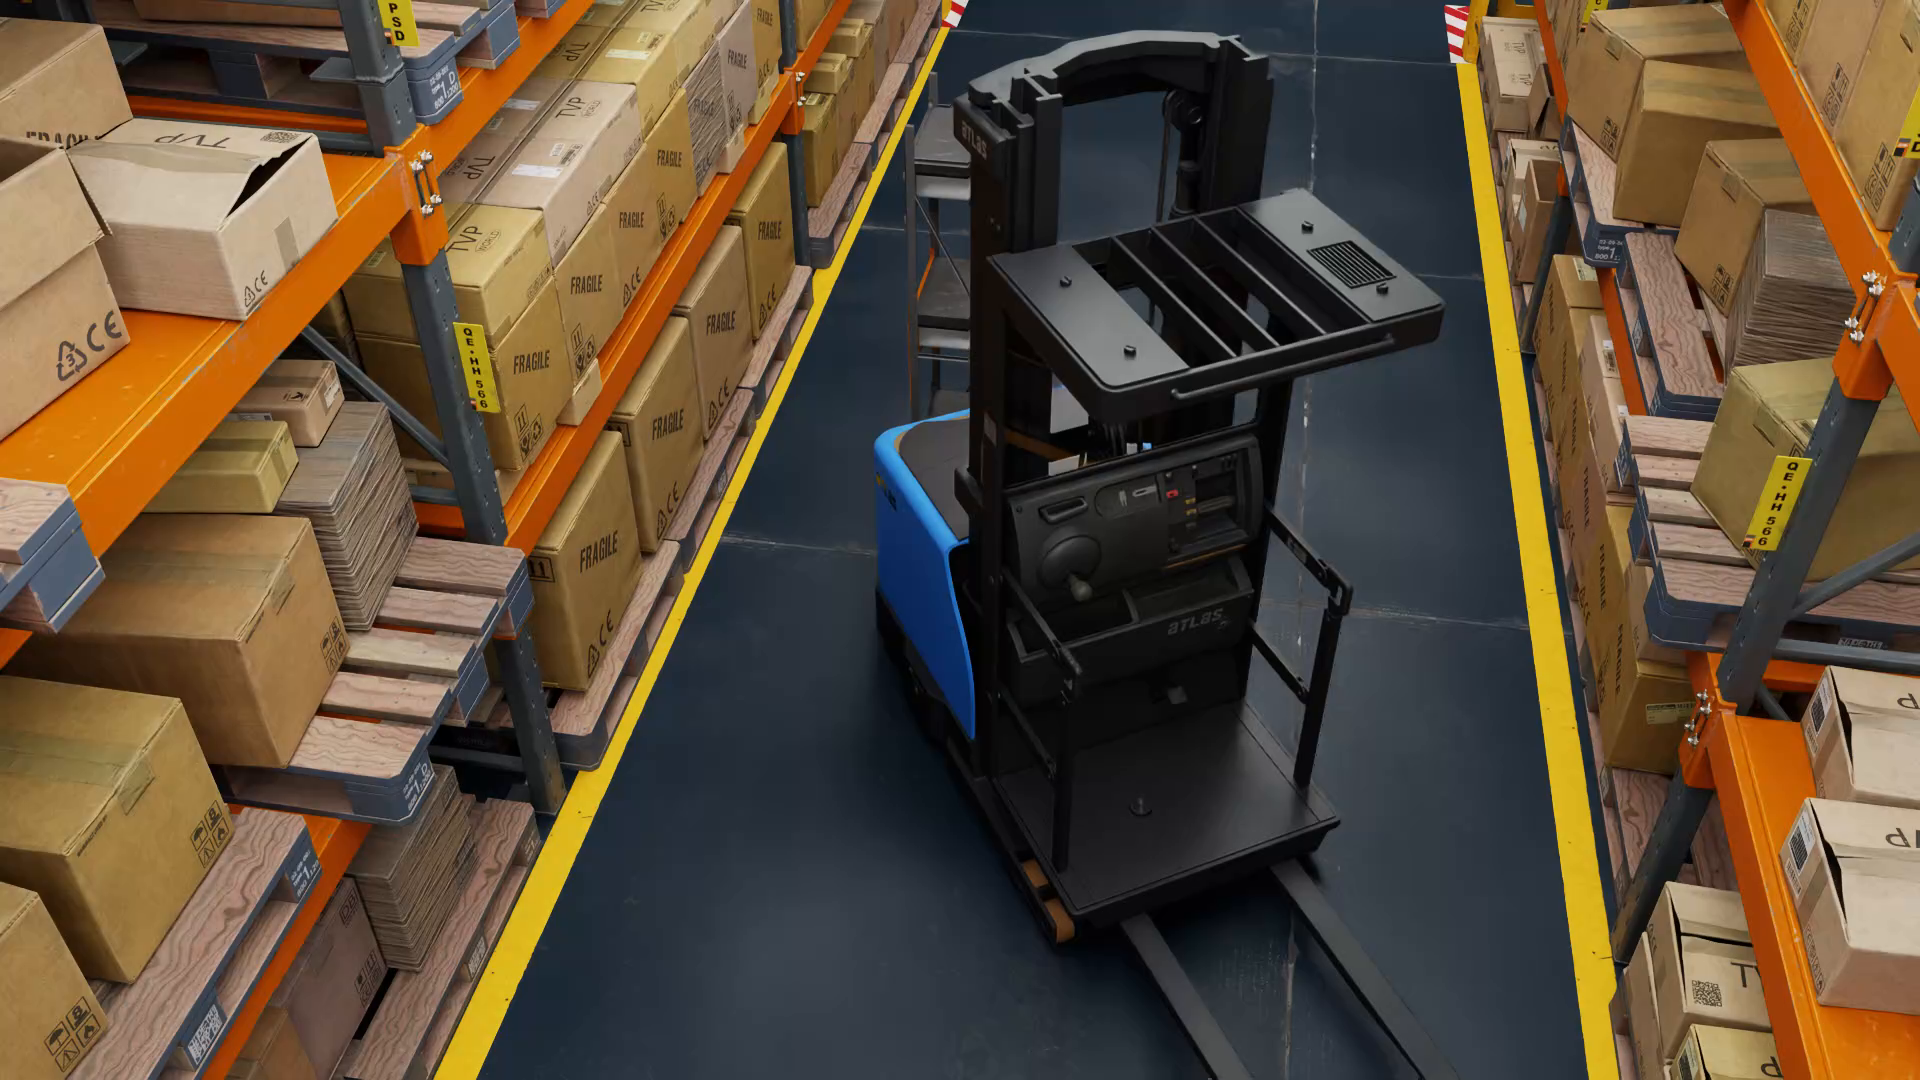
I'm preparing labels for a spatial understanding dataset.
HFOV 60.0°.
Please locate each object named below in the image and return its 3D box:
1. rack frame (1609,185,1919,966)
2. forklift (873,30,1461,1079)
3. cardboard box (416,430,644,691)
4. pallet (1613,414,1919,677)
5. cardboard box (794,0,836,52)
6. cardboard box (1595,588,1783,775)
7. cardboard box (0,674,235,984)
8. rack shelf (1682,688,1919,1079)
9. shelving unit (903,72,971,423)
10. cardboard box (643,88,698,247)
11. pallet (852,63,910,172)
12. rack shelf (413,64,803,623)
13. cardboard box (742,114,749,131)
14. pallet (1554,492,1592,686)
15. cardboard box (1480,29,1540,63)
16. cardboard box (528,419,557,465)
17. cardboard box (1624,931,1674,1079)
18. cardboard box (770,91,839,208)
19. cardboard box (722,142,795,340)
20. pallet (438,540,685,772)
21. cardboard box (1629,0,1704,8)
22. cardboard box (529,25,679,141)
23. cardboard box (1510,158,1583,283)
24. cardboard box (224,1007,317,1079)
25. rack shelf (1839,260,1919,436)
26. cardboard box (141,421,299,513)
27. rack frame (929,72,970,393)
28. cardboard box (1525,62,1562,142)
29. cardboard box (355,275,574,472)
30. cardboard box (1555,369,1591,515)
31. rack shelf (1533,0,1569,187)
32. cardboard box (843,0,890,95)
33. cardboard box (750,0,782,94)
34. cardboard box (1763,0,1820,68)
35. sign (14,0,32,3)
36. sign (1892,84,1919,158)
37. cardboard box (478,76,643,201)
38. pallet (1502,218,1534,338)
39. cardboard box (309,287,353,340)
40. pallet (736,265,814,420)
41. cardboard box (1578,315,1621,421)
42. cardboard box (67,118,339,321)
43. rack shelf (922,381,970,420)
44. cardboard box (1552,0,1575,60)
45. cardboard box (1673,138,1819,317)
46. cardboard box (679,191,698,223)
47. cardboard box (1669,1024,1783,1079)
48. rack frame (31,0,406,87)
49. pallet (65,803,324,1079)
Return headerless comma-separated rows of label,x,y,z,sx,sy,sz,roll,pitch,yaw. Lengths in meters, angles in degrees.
rack frame,2.832,0.370,4.949,1.000,3.000,0.127,6,40,8
forklift,0.693,0.008,5.441,1.130,2.935,3.031,-16,42,-18
cardboard box,-1.791,0.046,6.698,0.750,0.750,0.750,6,40,7
pallet,2.880,0.011,5.534,1.213,0.211,1.003,6,40,8
cardboard box,-1.246,-3.139,8.957,0.980,0.700,0.700,7,40,8
cardboard box,2.763,0.551,6.346,0.500,0.500,0.500,8,40,9
cardboard box,-2.313,0.698,4.128,0.700,0.500,0.500,6,40,8
rack shelf,2.486,1.902,3.660,1.077,0.370,4.000,6,40,8
shelving unit,0.029,-0.913,7.207,0.431,2.100,0.503,6,40,8
cardboard box,-1.442,-1.578,6.977,0.500,0.500,0.500,7,40,9
pallet,-0.938,-2.846,11.027,1.003,0.211,1.213,6,40,8
rack shelf,-1.702,-1.152,7.354,1.077,0.370,4.000,6,40,8
cardboard box,-1.245,-2.033,8.037,0.380,0.149,0.250,8,40,9
pallet,3.212,0.217,7.322,1.003,0.211,1.213,6,40,8
cardboard box,3.762,-3.347,11.322,0.380,0.166,0.250,6,40,8
cardboard box,-1.710,-0.423,6.089,0.380,0.149,0.250,7,40,8
cardboard box,2.452,1.564,5.333,0.500,0.250,0.500,6,40,8
cardboard box,-1.125,-2.341,9.859,0.700,0.500,0.500,7,40,8
cardboard box,-1.340,-1.595,8.683,0.750,0.750,0.750,7,40,8
pallet,-1.837,0.414,7.083,1.003,0.211,1.213,6,40,8
cardboard box,3.357,-2.910,8.053,0.500,0.500,0.500,7,40,8
cardboard box,-1.458,-1.853,6.721,0.500,0.250,0.500,6,40,7
cardboard box,3.343,-1.735,9.112,0.500,0.500,0.500,6,40,8
cardboard box,-2.383,1.703,4.953,0.700,0.500,0.500,6,40,7
rack shelf,2.486,0.746,2.704,1.077,0.370,4.000,6,40,8
cardboard box,-2.119,-0.209,4.716,0.380,0.149,0.250,0,40,0
rack frame,0.071,-1.066,7.392,0.400,2.100,0.015,6,40,8
cardboard box,3.844,-2.528,10.067,0.797,0.503,0.637,6,40,8
cardboard box,-1.712,-0.612,5.808,0.500,0.500,0.500,8,40,9
cardboard box,3.025,-0.421,7.522,0.500,0.500,0.500,7,40,8
rack shelf,3.870,-3.118,9.732,1.077,0.370,4.000,6,40,8
cardboard box,-0.859,-3.313,11.035,0.700,0.500,0.500,5,40,6
cardboard box,-1.187,-2.528,8.126,0.500,0.500,0.500,6,40,7
cardboard box,3.053,-1.749,5.078,0.910,0.500,0.500,6,40,8
sign,-2.593,-1.626,4.541,0.100,0.325,0.005,6,40,8
sign,2.298,-1.047,3.902,0.100,0.325,0.005,6,40,8
cardboard box,-1.540,-1.532,6.333,0.500,0.250,0.500,7,40,8
pallet,3.644,-1.497,9.395,1.003,0.211,1.213,6,40,8
cardboard box,-2.225,-0.937,5.613,0.500,0.250,0.500,7,40,9
pallet,-1.415,-1.117,8.935,1.003,0.211,1.213,6,40,8
cardboard box,3.027,-0.731,7.308,0.500,0.250,0.500,6,40,8
cardboard box,-1.906,-0.822,4.090,0.500,0.311,0.500,6,40,8
rack shelf,0.029,-0.363,7.661,0.431,0.518,0.480,6,40,8
cardboard box,3.446,-2.845,8.758,0.500,0.500,0.500,7,40,9
cardboard box,3.279,-1.225,6.470,0.700,0.500,0.500,-3,40,-4
cardboard box,-1.398,-1.559,7.463,0.380,0.149,0.250,5,40,6
cardboard box,2.369,1.679,4.754,0.500,0.311,0.500,5,40,7
rack frame,-2.048,-2.486,3.695,1.000,3.000,0.127,6,40,8
pallet,-2.350,1.147,4.159,1.003,0.211,1.213,6,40,8
